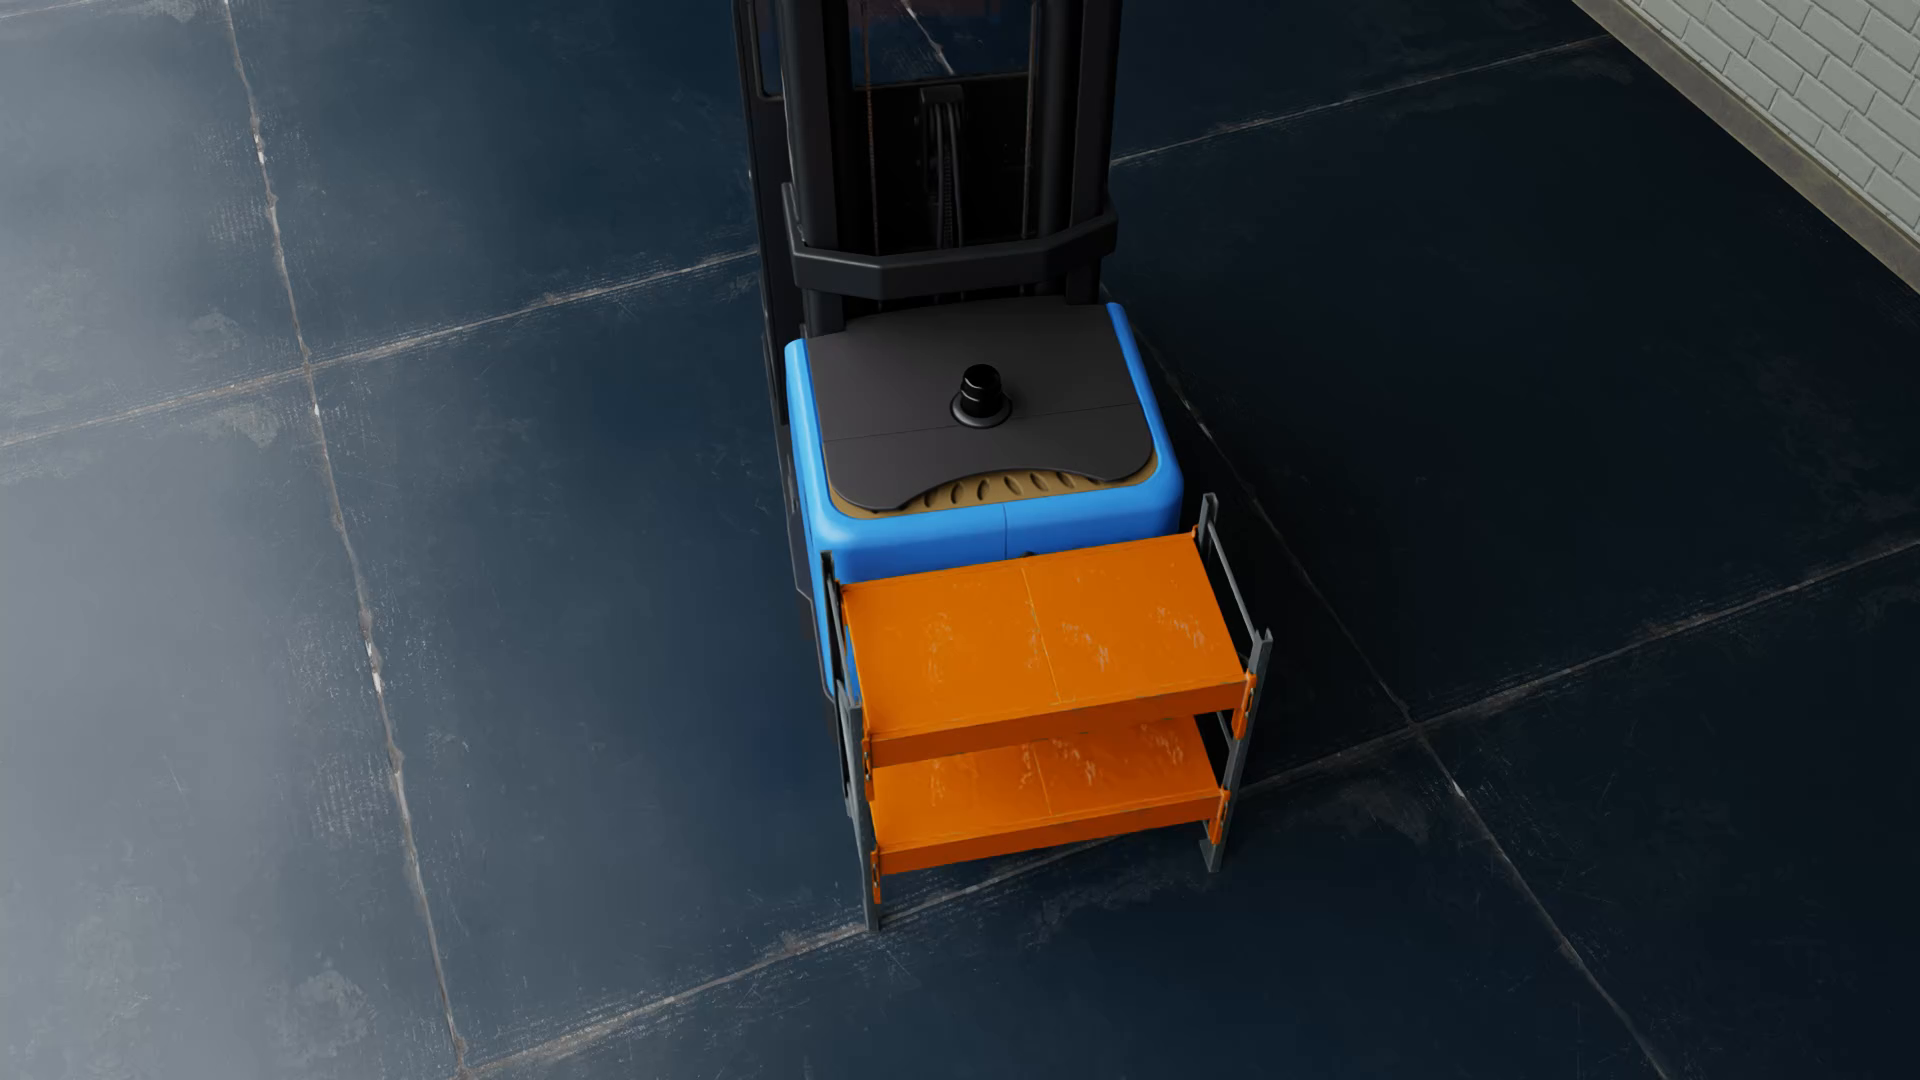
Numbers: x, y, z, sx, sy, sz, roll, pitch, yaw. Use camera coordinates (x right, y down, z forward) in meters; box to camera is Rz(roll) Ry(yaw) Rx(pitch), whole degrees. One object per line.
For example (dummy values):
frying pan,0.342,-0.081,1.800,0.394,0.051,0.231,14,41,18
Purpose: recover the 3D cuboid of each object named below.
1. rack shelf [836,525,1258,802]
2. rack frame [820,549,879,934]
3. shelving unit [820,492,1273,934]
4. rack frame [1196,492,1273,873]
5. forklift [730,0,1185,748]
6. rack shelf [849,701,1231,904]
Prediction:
rack shelf,0.203,0.312,4.354,1.000,0.278,0.538,-8,50,-7
rack frame,-0.295,0.577,4.513,0.032,1.125,0.500,-8,50,-7
shelving unit,0.203,0.503,4.577,1.048,1.125,0.538,-8,50,-7
rack frame,0.702,0.429,4.640,0.032,1.125,0.500,-8,50,-7
forklift,-0.131,-1.436,5.051,1.130,2.935,3.031,-7,50,-6
rack shelf,0.203,0.662,4.762,1.000,0.278,0.538,-8,50,-7
